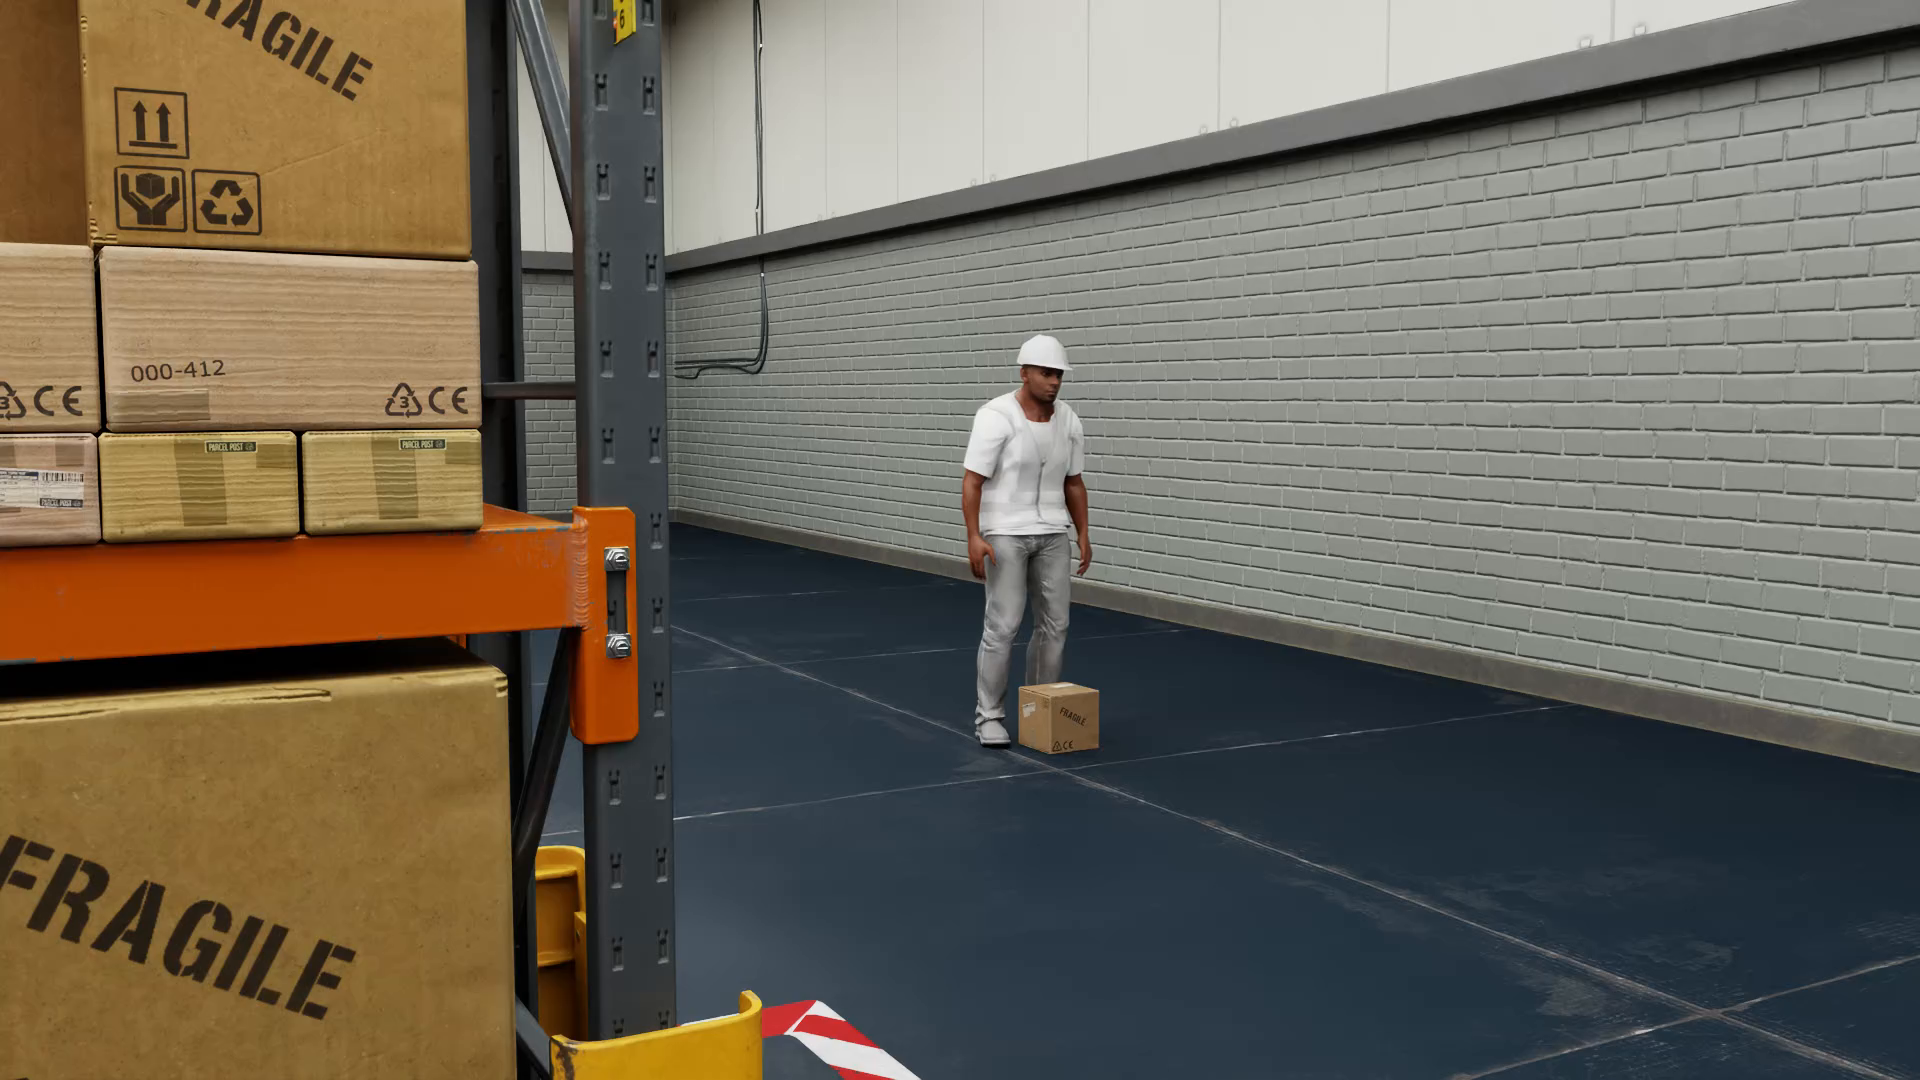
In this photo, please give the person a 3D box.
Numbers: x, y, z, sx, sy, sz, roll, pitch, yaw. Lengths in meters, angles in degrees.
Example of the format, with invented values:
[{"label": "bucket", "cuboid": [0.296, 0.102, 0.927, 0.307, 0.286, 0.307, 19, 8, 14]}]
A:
[{"label": "person", "cuboid": [0.305, -0.008, 7.239, 0.631, 1.760, 0.463, -3, 6, -29]}]
